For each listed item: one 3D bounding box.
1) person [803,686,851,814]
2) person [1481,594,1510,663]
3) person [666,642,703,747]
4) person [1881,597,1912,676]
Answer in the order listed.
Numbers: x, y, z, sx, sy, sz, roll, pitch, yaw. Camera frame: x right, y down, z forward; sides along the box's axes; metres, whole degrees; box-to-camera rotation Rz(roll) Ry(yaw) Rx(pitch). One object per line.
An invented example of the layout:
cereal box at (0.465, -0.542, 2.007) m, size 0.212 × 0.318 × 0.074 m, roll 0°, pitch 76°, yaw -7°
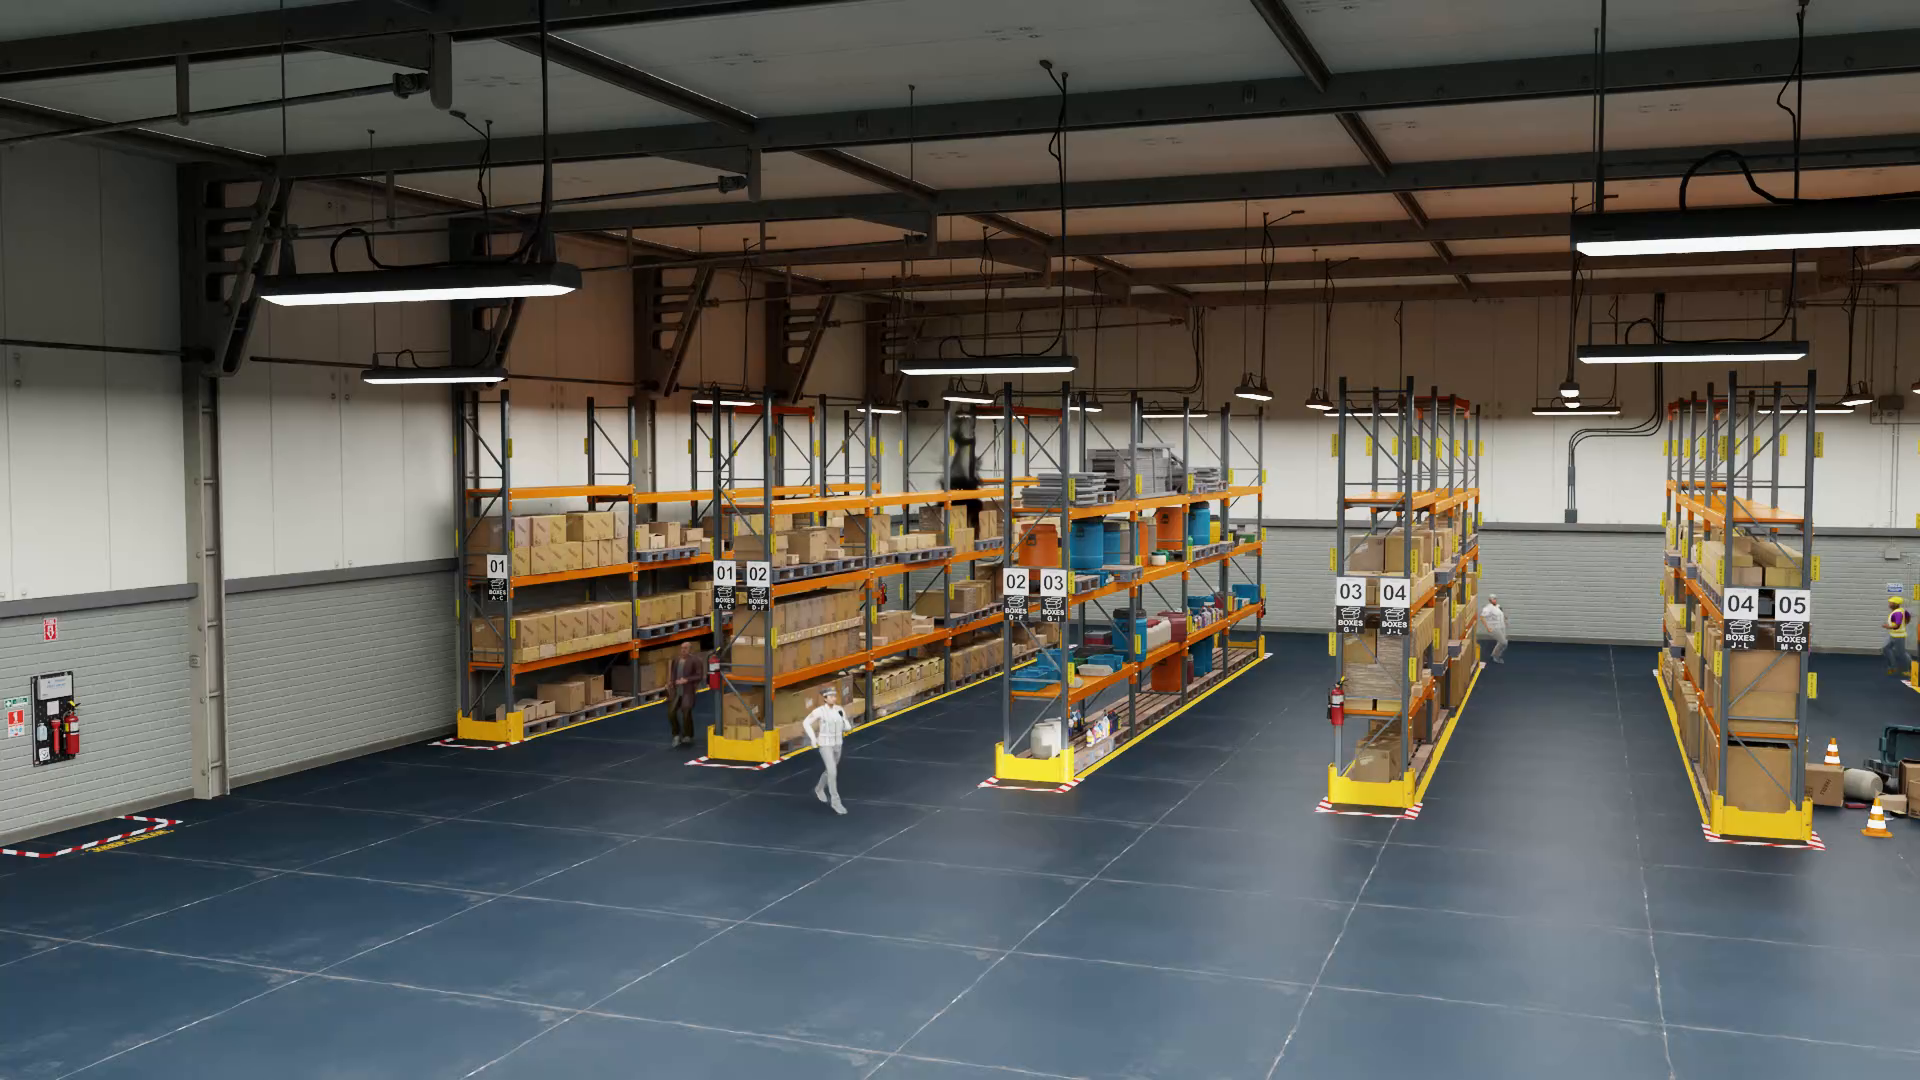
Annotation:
person at (-1.798, 2.866, 23.024) m, size 0.599 × 1.710 × 0.895 m, roll -3°, pitch 4°, yaw -40°
person at (12.538, 2.070, 38.755) m, size 0.658 × 1.616 × 0.547 m, roll -2°, pitch 4°, yaw -37°
person at (-4.634, 2.605, 27.994) m, size 0.693 × 1.805 × 0.734 m, roll 1°, pitch 3°, yaw 16°
person at (20.499, 2.136, 36.274) m, size 0.730 × 1.806 × 0.690 m, roll 1°, pitch 3°, yaw 23°
